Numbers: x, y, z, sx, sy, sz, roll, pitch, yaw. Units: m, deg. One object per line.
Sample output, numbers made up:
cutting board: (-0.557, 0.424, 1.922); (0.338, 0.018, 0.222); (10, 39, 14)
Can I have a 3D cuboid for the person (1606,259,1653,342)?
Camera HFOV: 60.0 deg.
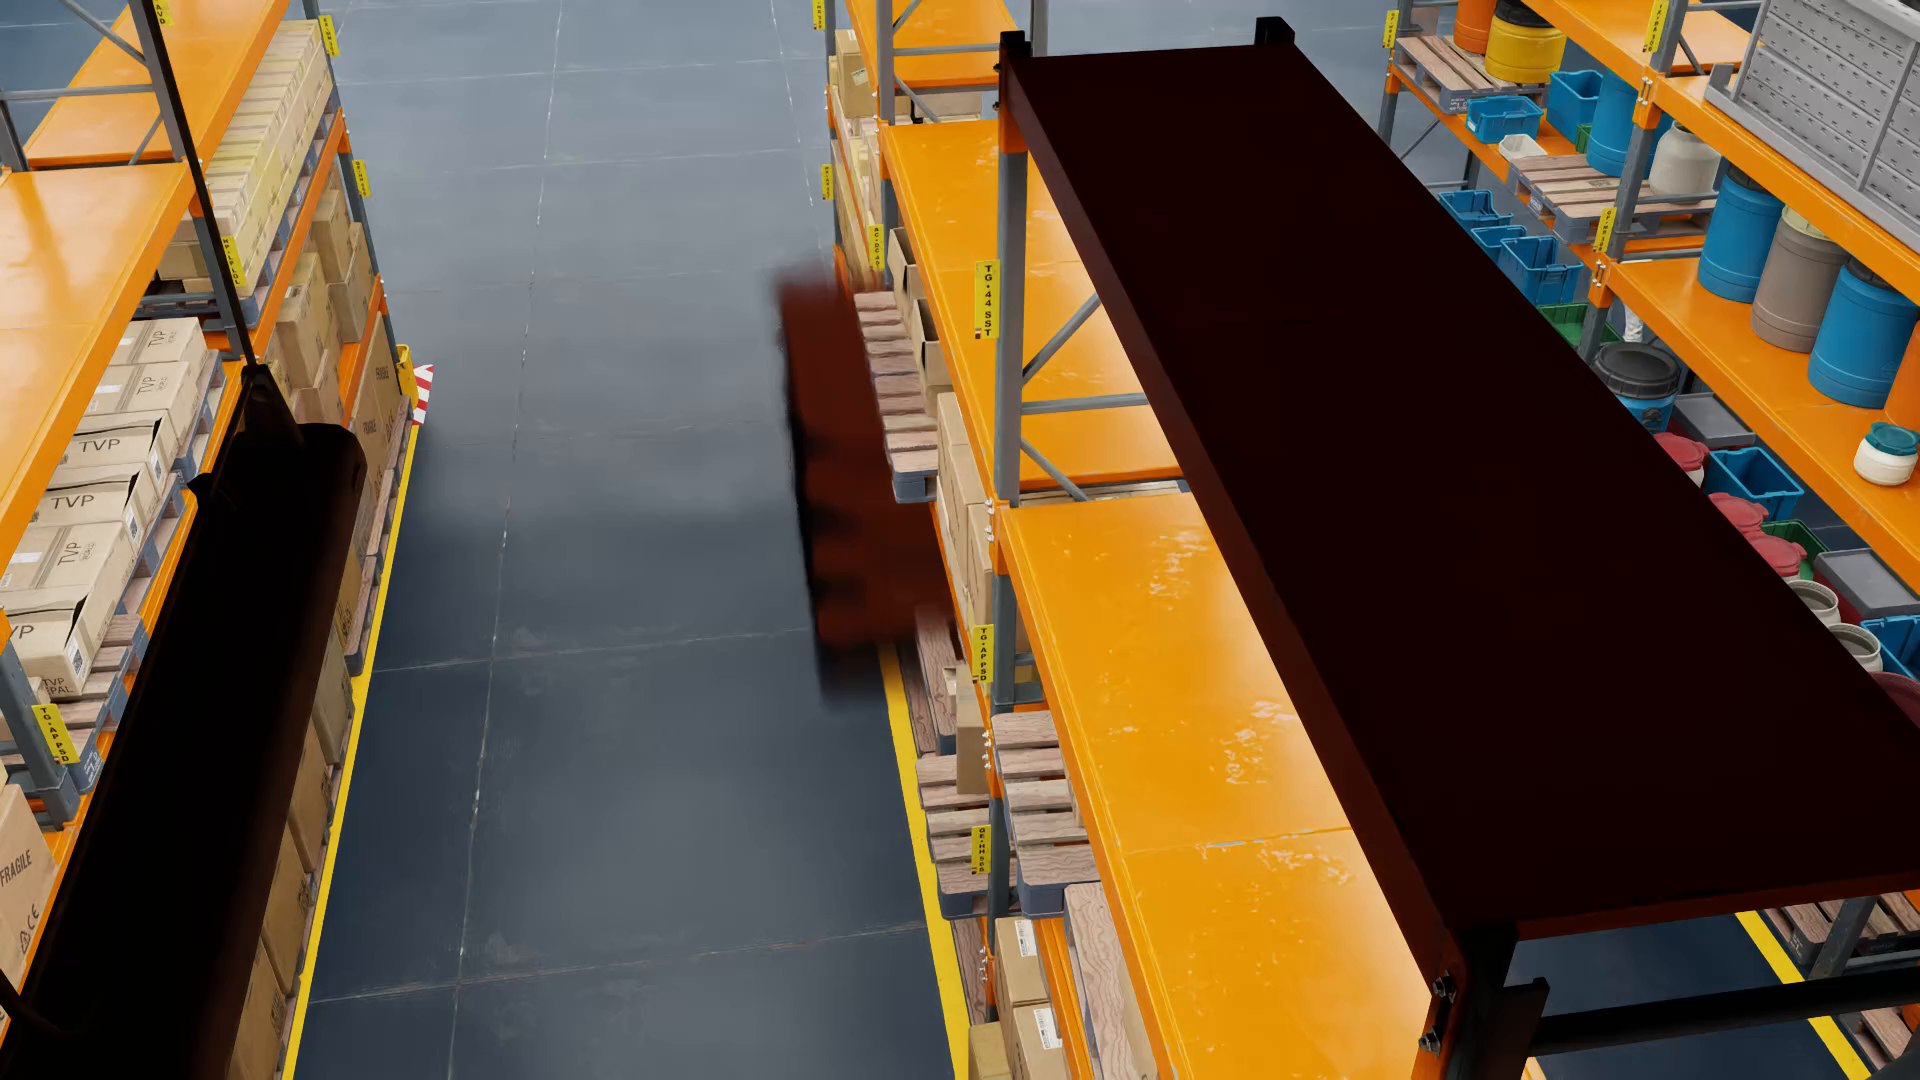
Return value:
person: (6.229, -2.600, 15.549); (0.656, 1.798, 0.734); (-10, 37, -13)
